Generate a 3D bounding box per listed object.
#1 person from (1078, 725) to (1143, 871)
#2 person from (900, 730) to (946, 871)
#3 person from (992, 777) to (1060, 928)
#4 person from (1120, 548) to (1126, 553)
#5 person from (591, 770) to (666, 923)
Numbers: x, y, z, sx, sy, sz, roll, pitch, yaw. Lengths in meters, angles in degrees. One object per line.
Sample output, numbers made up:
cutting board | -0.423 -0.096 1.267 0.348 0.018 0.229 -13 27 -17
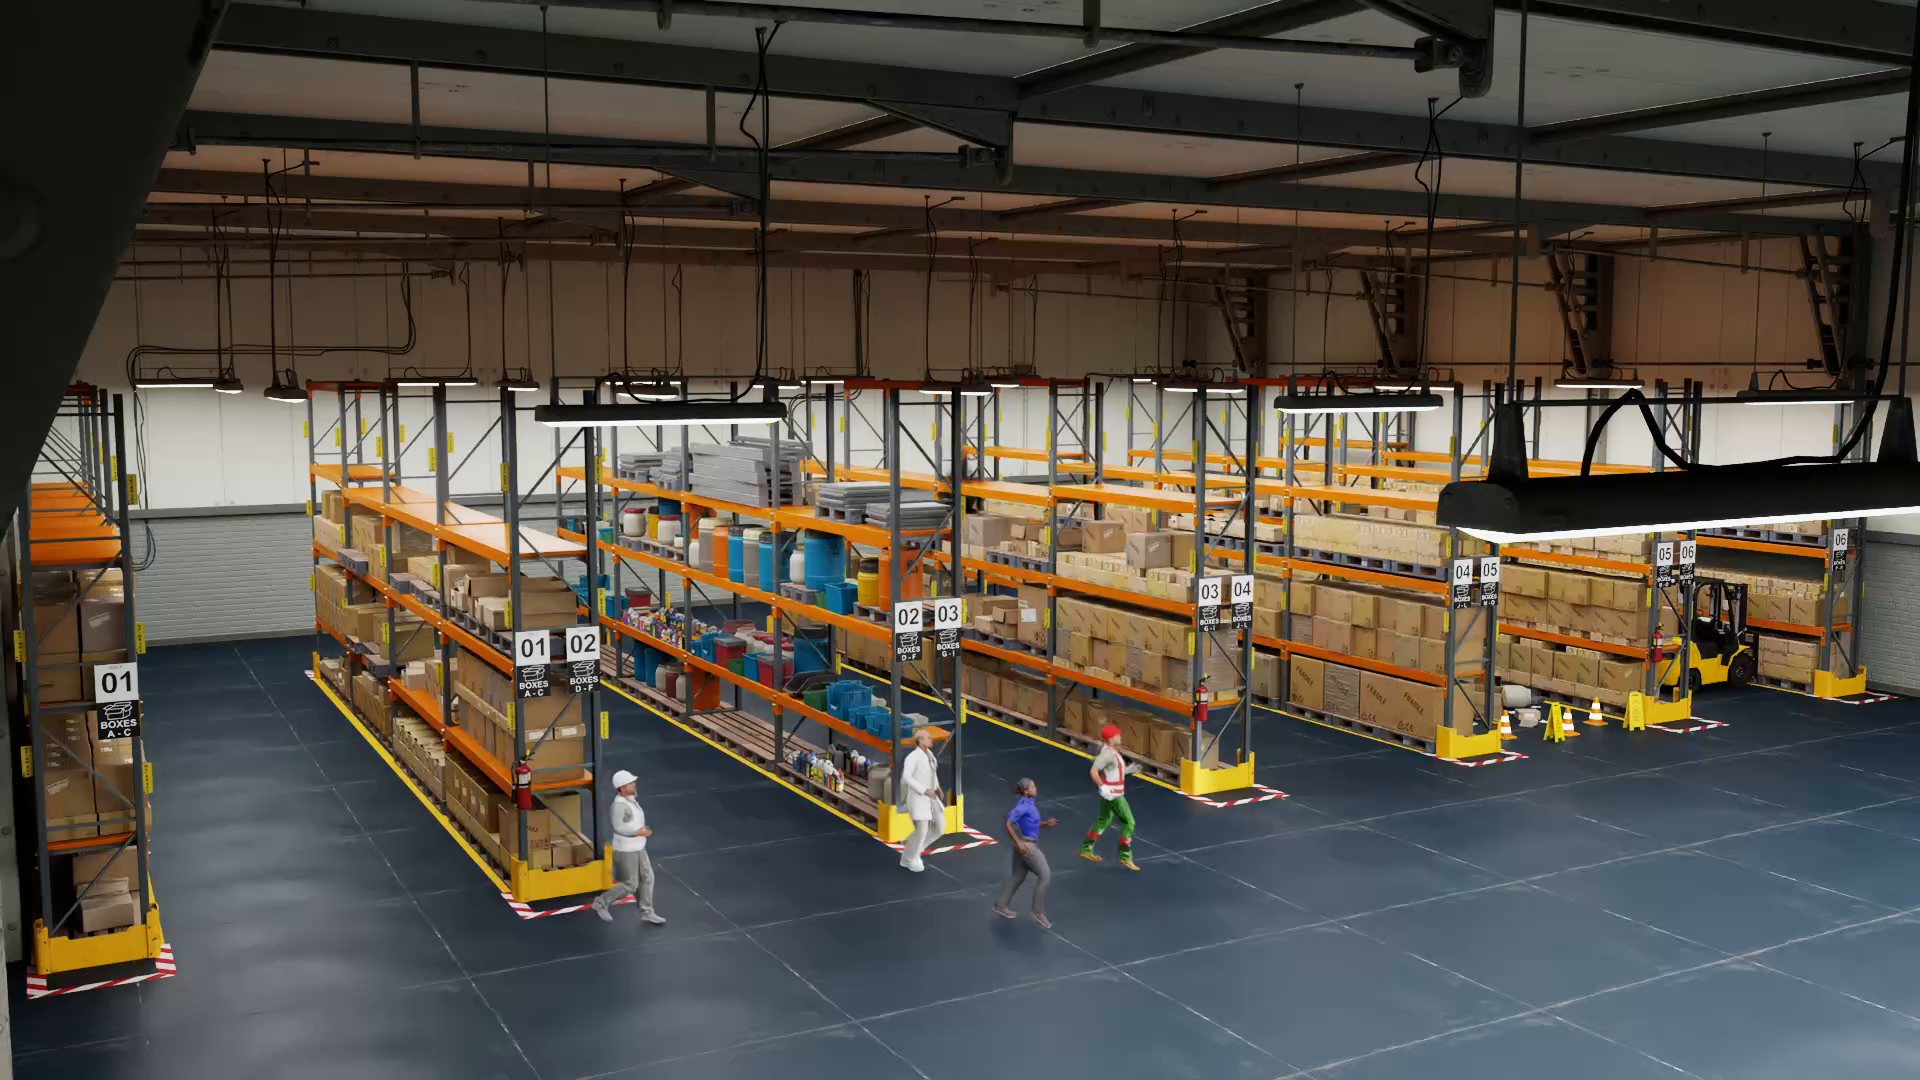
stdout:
person | 1.888 3.225 20.813 0.799 1.845 0.651 0 6 0
person | -0.435 3.254 20.886 0.556 1.735 0.787 3 7 29
person | 0.745 3.523 18.753 0.756 1.717 0.544 0 6 -3
person | 4.113 0.732 44.519 0.938 1.667 0.697 1 6 5
person | -3.739 3.471 18.702 0.810 1.781 0.671 0 6 2
